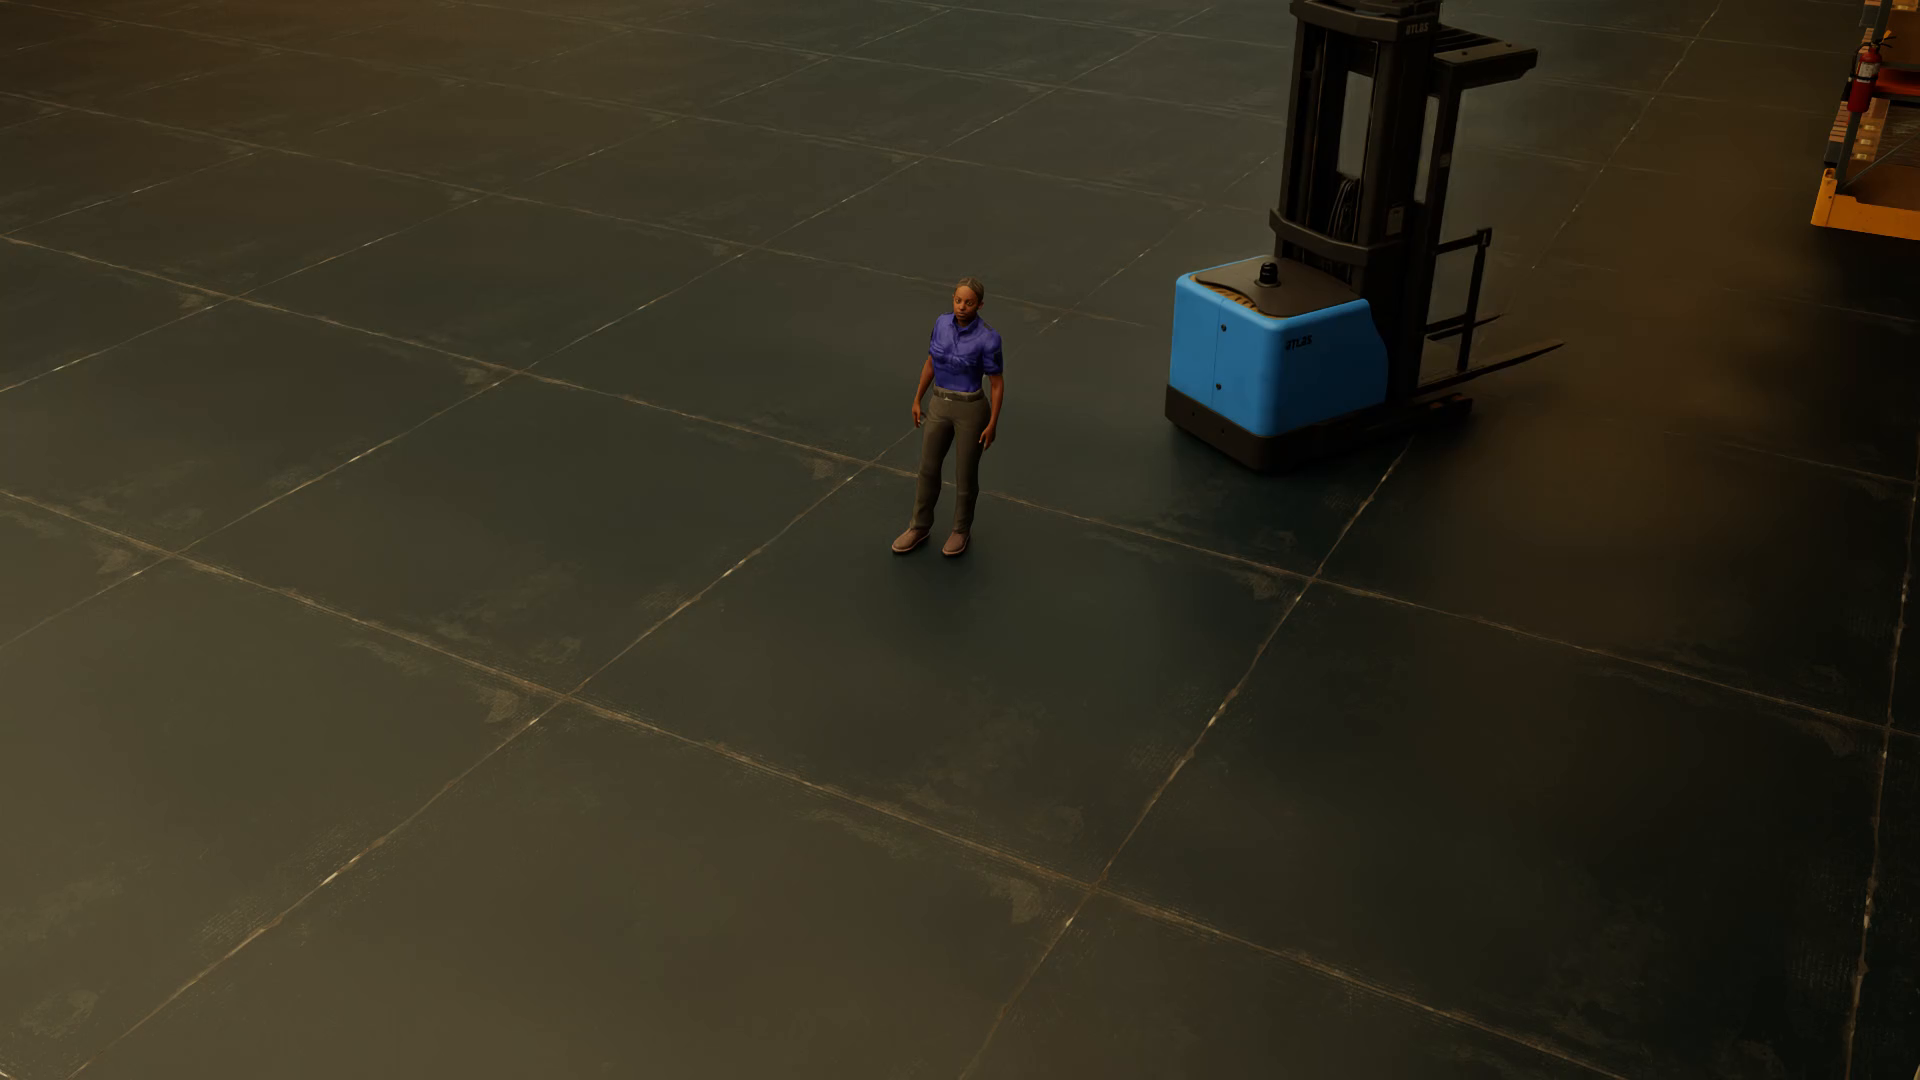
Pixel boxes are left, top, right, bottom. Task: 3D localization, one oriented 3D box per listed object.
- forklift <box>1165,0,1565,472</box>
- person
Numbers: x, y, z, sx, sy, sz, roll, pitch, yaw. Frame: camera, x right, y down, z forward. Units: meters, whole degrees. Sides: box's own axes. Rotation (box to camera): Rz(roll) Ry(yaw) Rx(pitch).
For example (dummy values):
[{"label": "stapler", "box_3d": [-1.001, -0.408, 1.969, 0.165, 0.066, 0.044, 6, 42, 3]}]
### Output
[{"label": "forklift", "box_3d": [2.918, -2.250, 10.970, 3.031, 2.935, 1.130, -17, 34, -27]}, {"label": "person", "box_3d": [-0.060, -0.689, 9.528, 0.569, 1.654, 0.504, 15, 33, 25]}]
